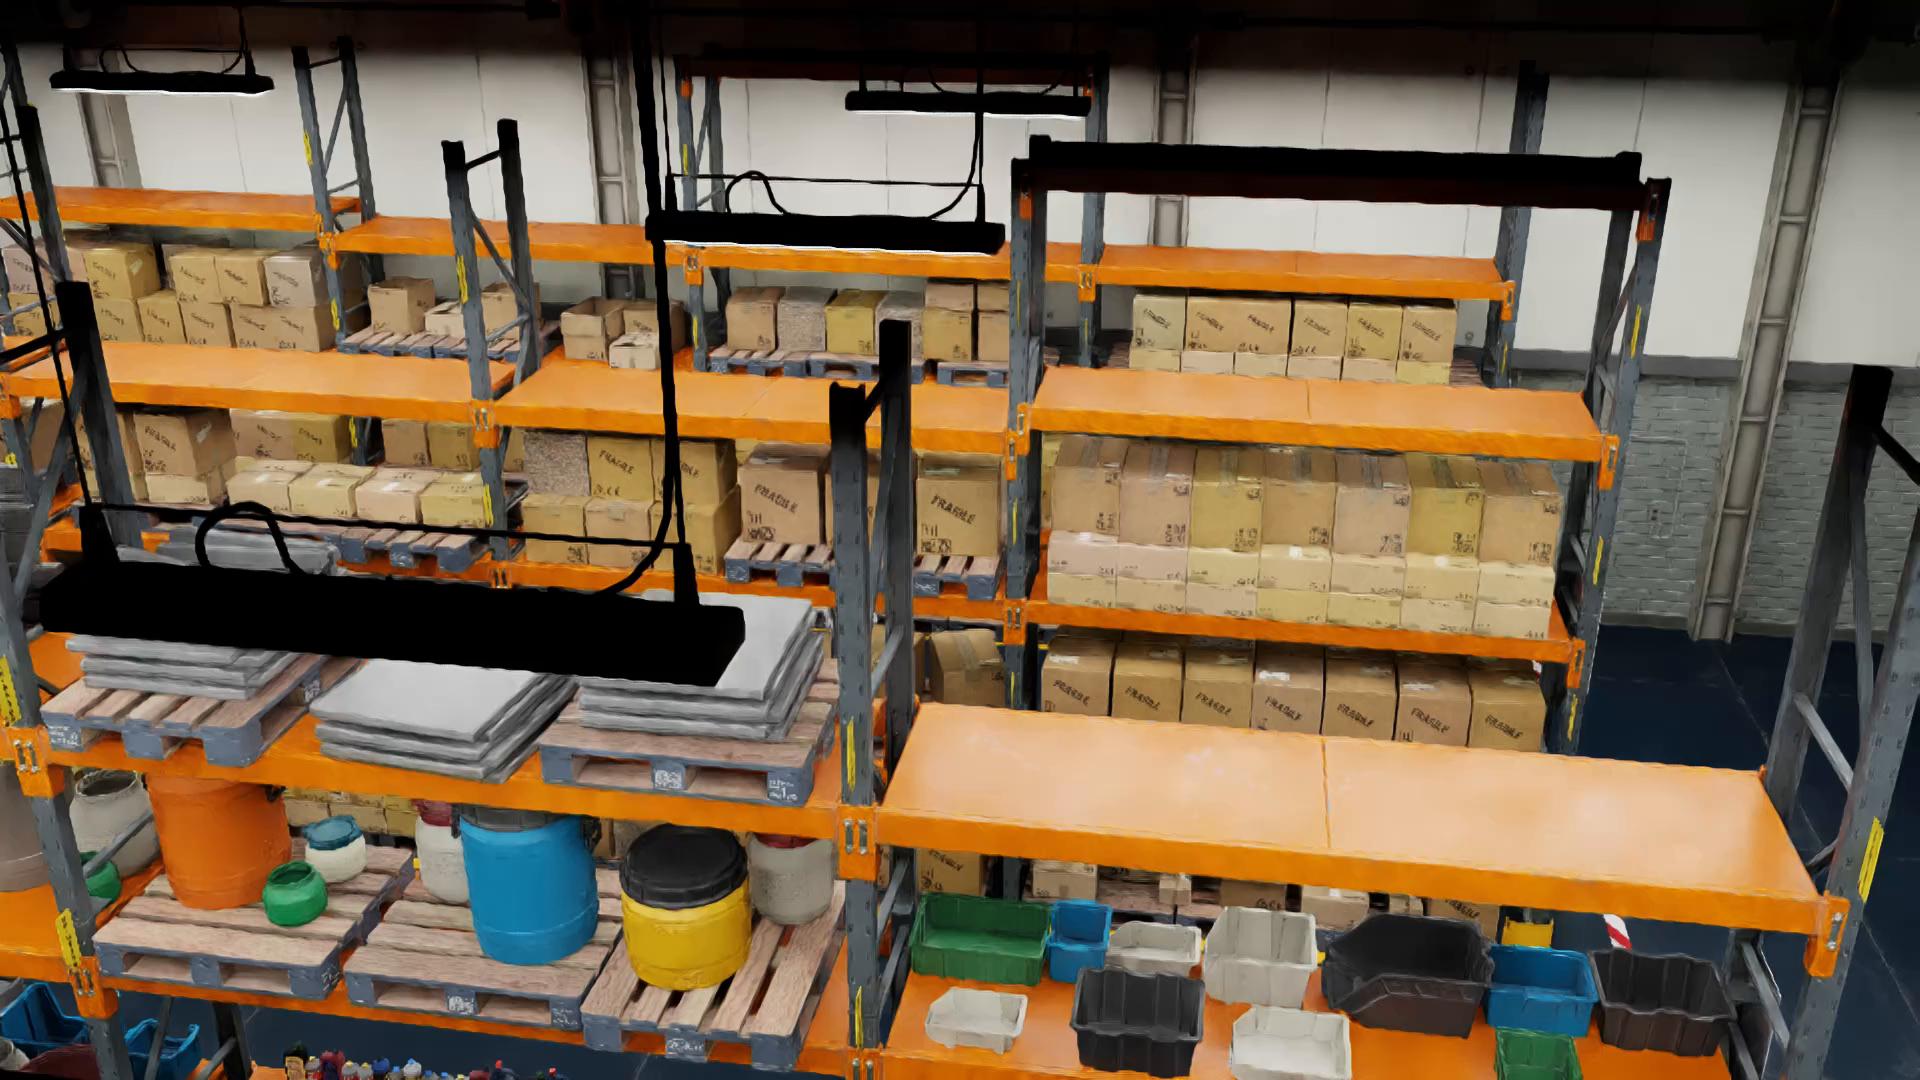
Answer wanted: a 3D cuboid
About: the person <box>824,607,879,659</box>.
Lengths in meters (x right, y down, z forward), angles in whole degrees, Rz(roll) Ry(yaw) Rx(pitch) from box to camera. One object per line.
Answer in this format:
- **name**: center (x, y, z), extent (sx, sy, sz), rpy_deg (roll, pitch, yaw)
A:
- **person**: center (-1.080, 0.741, 16.427), extent (0.558, 1.684, 0.427), rpy_deg (-6, 24, -14)
